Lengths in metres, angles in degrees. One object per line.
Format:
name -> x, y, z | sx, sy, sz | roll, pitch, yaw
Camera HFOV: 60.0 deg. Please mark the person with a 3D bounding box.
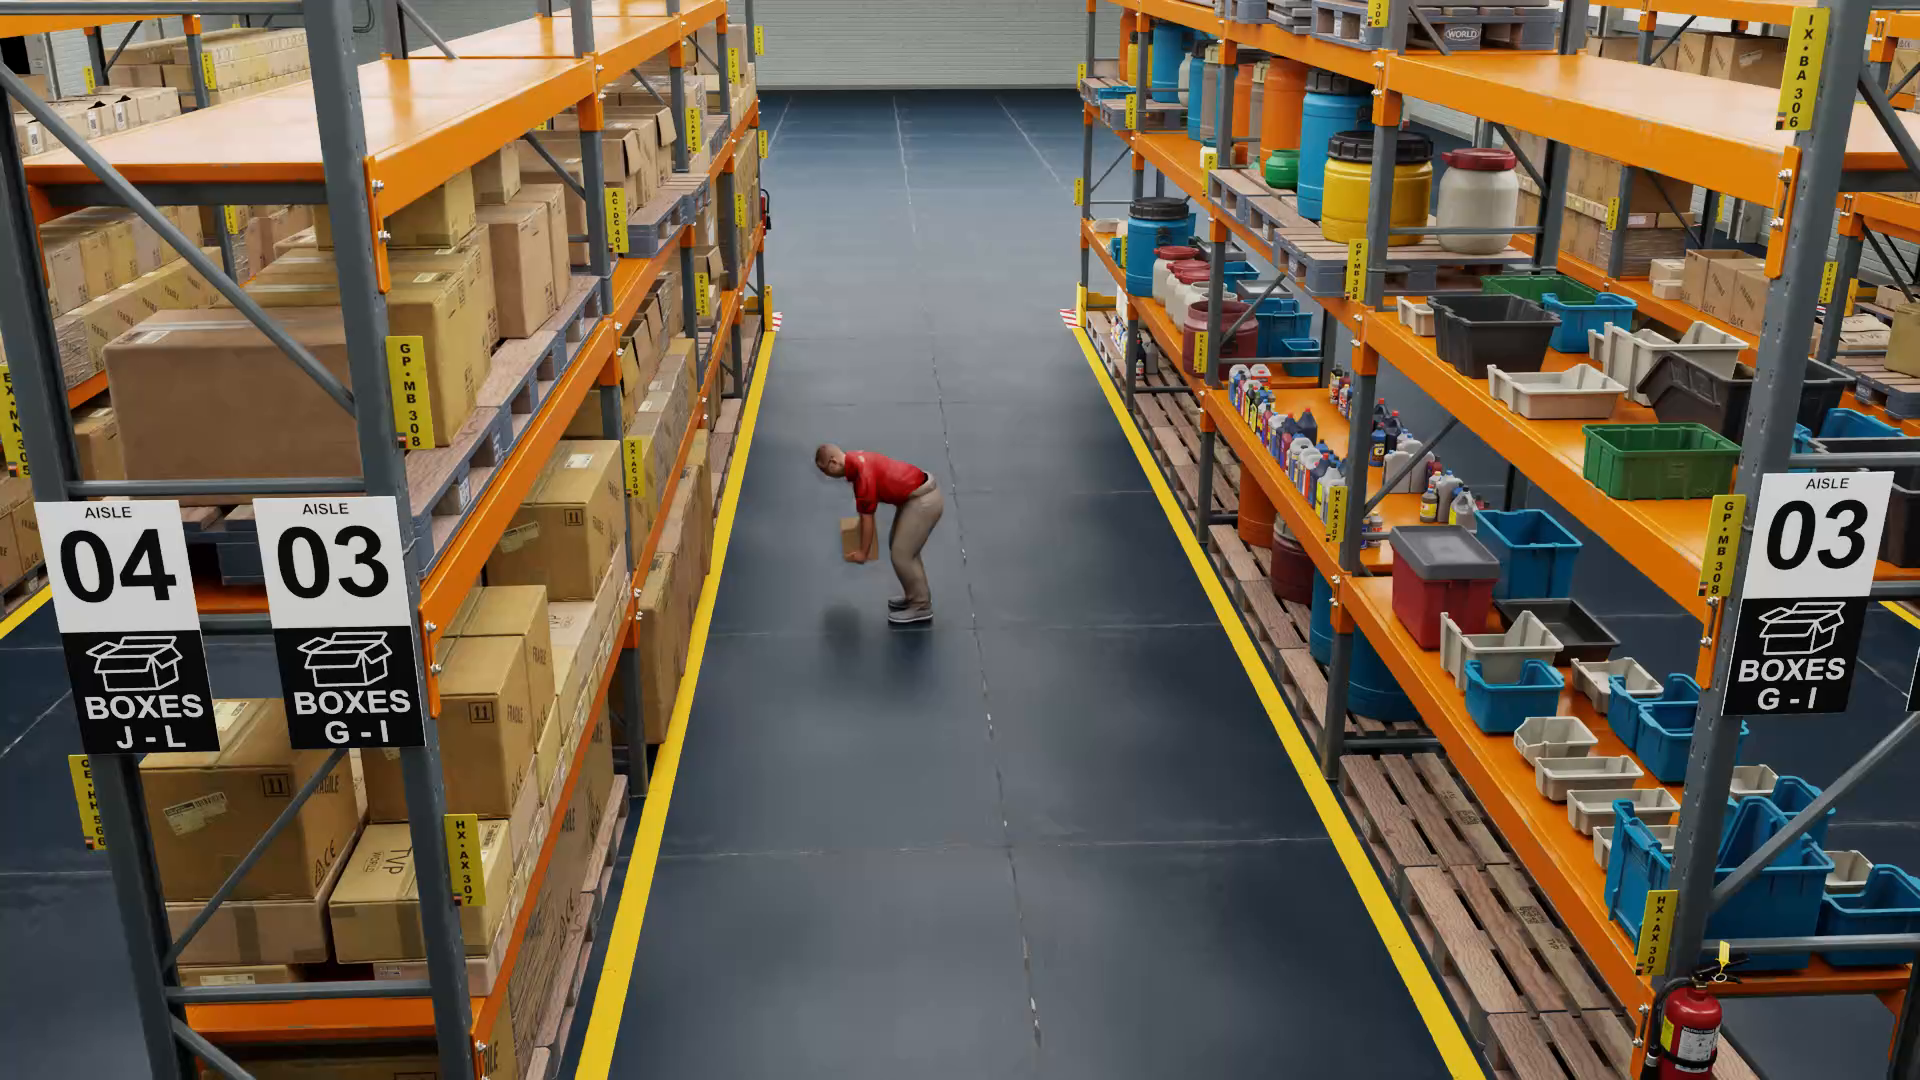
person -> -0.571, -0.073, 11.914 | 0.905, 1.308, 0.482 | -2, 20, -4
